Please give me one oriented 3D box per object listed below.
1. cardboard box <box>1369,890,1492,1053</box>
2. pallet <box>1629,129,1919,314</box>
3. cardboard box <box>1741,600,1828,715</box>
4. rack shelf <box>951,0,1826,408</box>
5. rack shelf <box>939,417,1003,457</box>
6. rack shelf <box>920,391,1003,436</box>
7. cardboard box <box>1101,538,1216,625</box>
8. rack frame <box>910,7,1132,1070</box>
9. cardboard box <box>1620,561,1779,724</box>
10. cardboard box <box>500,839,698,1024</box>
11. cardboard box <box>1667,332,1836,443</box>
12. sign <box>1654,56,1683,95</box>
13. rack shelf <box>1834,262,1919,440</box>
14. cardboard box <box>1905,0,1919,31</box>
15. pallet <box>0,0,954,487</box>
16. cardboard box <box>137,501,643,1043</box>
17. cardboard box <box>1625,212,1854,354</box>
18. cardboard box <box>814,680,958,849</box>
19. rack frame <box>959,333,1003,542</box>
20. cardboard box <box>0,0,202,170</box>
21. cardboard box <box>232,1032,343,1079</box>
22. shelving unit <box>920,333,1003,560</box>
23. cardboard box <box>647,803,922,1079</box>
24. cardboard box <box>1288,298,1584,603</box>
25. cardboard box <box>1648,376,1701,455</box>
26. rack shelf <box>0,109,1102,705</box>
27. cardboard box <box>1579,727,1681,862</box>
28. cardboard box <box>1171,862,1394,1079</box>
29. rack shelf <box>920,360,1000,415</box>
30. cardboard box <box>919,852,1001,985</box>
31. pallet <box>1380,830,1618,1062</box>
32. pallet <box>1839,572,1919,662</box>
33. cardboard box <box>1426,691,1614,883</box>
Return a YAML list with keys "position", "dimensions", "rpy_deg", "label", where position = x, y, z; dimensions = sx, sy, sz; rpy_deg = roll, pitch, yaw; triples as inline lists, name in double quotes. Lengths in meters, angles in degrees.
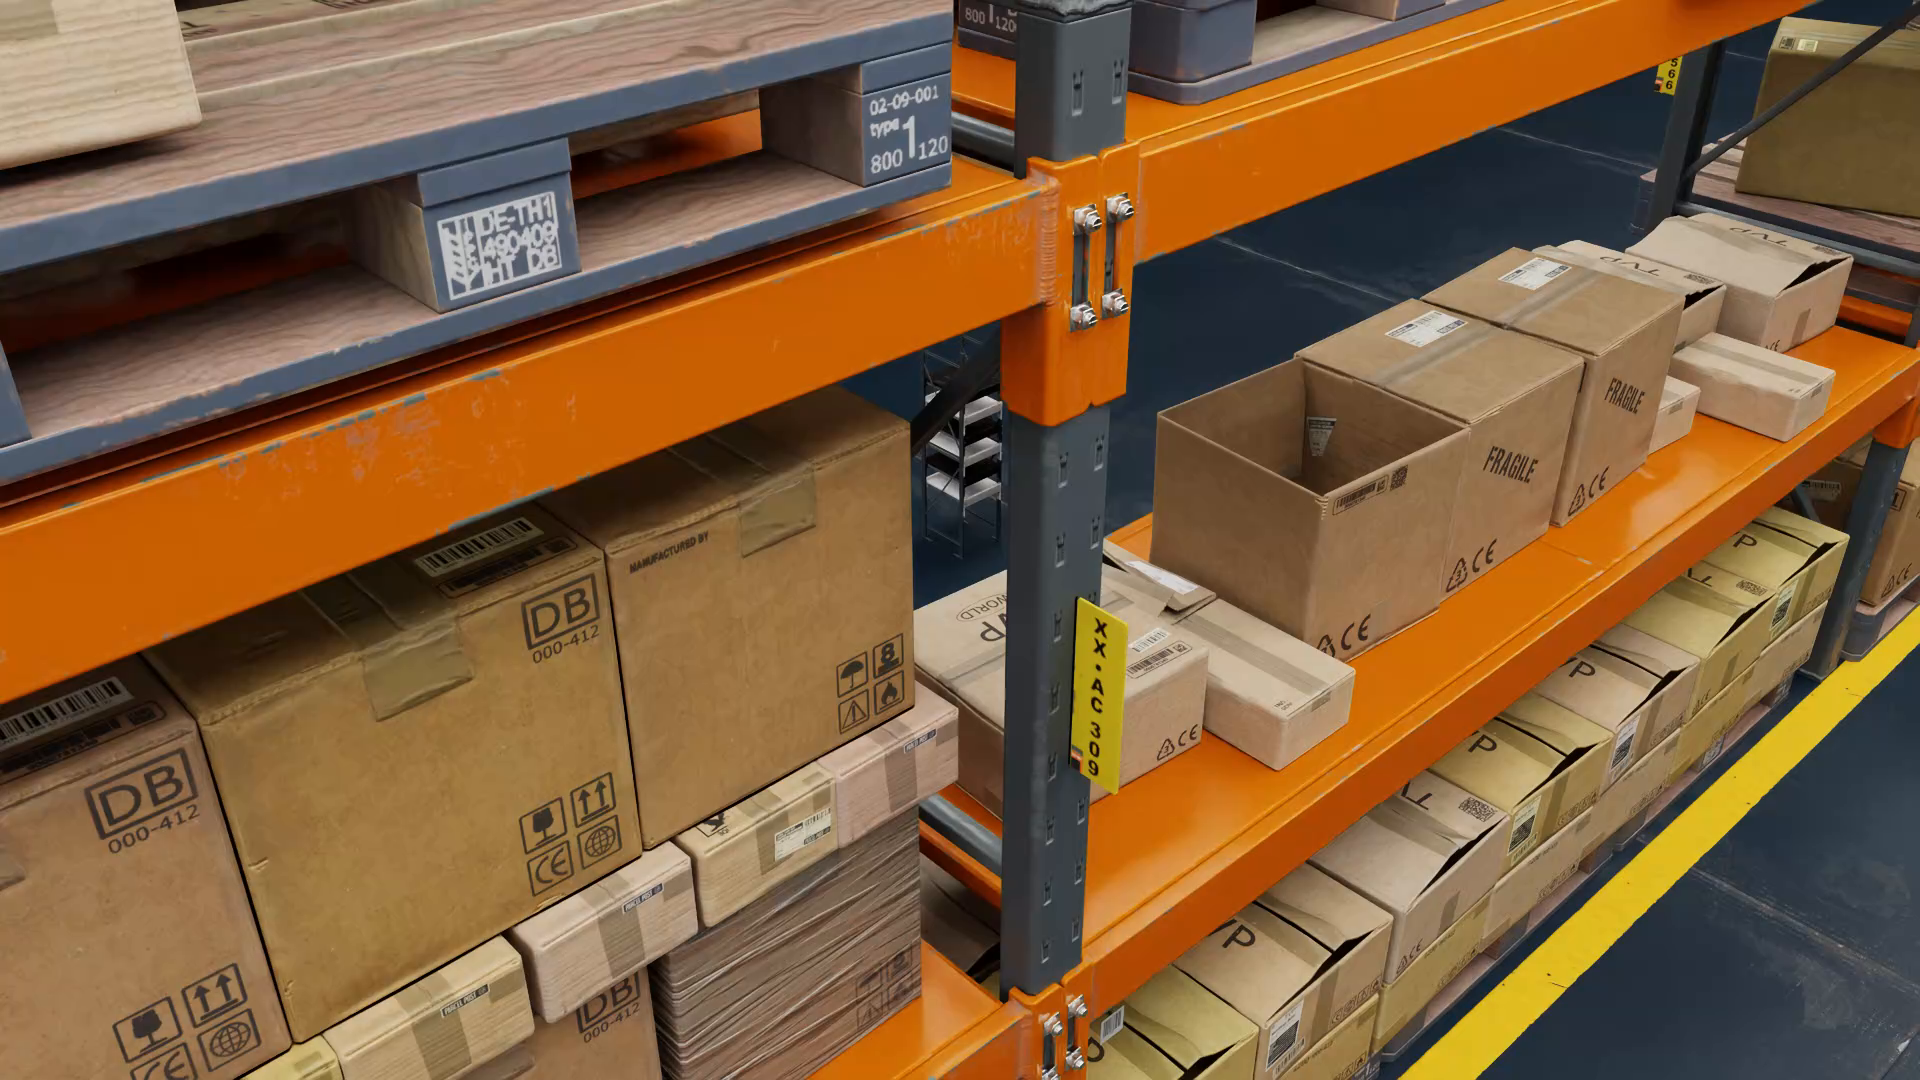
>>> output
- position: [1.053, 1.016, 4.446]
  dimensions: [0.500, 0.250, 0.500]
  rpy_deg: [-27, 41, -37]
  label: "cardboard box"
- position: [3.217, -1.168, 5.969]
  dimensions: [1.003, 0.211, 1.213]
  rpy_deg: [-26, 40, -35]
  label: "pallet"
- position: [2.548, 0.291, 5.632]
  dimensions: [0.500, 0.250, 0.500]
  rpy_deg: [-25, 39, -34]
  label: "cardboard box"
- position: [1.302, -1.246, 3.727]
  dimensions: [4.000, 0.370, 1.077]
  rpy_deg: [-26, 40, -35]
  label: "rack shelf"
- position: [0.006, -0.435, 6.490]
  dimensions: [0.200, 0.077, 0.258]
  rpy_deg: [-26, 40, -35]
  label: "rack shelf"
- position: [0.006, -0.512, 6.443]
  dimensions: [0.200, 0.077, 0.258]
  rpy_deg: [-26, 40, -35]
  label: "rack shelf"
- position: [0.355, 0.111, 3.822]
  dimensions: [0.258, 0.266, 0.396]
  rpy_deg: [-27, 40, -37]
  label: "cardboard box"
- position: [-0.165, 0.436, 3.162]
  dimensions: [0.127, 3.000, 1.000]
  rpy_deg: [-26, 40, -35]
  label: "rack frame"
- position: [2.175, 0.239, 5.180]
  dimensions: [0.500, 0.311, 0.500]
  rpy_deg: [-27, 40, -36]
  label: "cardboard box"
- position: [-0.592, 0.476, 2.379]
  dimensions: [0.250, 0.149, 0.380]
  rpy_deg: [-27, 41, -37]
  label: "cardboard box"
- position: [2.297, -0.451, 4.853]
  dimensions: [0.250, 0.149, 0.380]
  rpy_deg: [-26, 40, -35]
  label: "cardboard box"
- position: [2.392, -1.647, 5.535]
  dimensions: [0.005, 0.325, 0.100]
  rpy_deg: [-26, 40, -35]
  label: "sign"
- position: [4.235, -1.385, 6.830]
  dimensions: [4.000, 0.370, 1.077]
  rpy_deg: [-26, 40, -35]
  label: "rack shelf"
- position: [3.954, -1.723, 6.193]
  dimensions: [0.500, 0.500, 0.700]
  rpy_deg: [-18, 36, -27]
  label: "cardboard box"
- position: [-0.773, -0.494, 1.891]
  dimensions: [1.213, 0.211, 1.003]
  rpy_deg: [-26, 40, -35]
  label: "pallet"
- position: [-0.856, 0.179, 2.242]
  dimensions: [0.500, 0.500, 0.700]
  rpy_deg: [-26, 40, -36]
  label: "cardboard box"
- position: [2.472, -0.833, 5.322]
  dimensions: [0.500, 0.311, 0.500]
  rpy_deg: [-23, 38, -33]
  label: "cardboard box"
- position: [-0.219, 0.295, 2.675]
  dimensions: [0.250, 0.149, 0.380]
  rpy_deg: [-26, 40, -35]
  label: "cardboard box"
- position: [0.081, -0.423, 6.579]
  dimensions: [0.006, 0.900, 0.240]
  rpy_deg: [-26, 40, -35]
  label: "rack frame"
- position: [-0.864, -0.443, 1.428]
  dimensions: [0.250, 0.149, 0.380]
  rpy_deg: [-26, 40, -35]
  label: "cardboard box"
- position: [-0.966, 0.655, 2.086]
  dimensions: [0.250, 0.149, 0.380]
  rpy_deg: [-26, 40, -36]
  label: "cardboard box"
- position: [0.006, -0.387, 6.520]
  dimensions: [0.210, 0.900, 0.258]
  rpy_deg: [-26, 40, -35]
  label: "shelving unit"
- position: [-0.486, 0.553, 2.874]
  dimensions: [0.500, 0.500, 0.700]
  rpy_deg: [-27, 41, -37]
  label: "cardboard box"
- position: [1.163, -0.237, 4.167]
  dimensions: [0.500, 0.500, 0.500]
  rpy_deg: [-26, 40, -35]
  label: "cardboard box"
- position: [1.871, -0.402, 4.773]
  dimensions: [0.250, 0.149, 0.380]
  rpy_deg: [-23, 38, -32]
  label: "cardboard box"
- position: [-1.632, 0.173, 1.407]
  dimensions: [4.000, 0.370, 1.077]
  rpy_deg: [-26, 40, -35]
  label: "rack shelf"
- position: [1.802, 0.652, 5.041]
  dimensions: [0.500, 0.250, 0.500]
  rpy_deg: [-25, 39, -34]
  label: "cardboard box"
- position: [0.678, 0.964, 3.994]
  dimensions: [0.500, 0.311, 0.500]
  rpy_deg: [-26, 40, -36]
  label: "cardboard box"
- position: [0.006, -0.589, 6.396]
  dimensions: [0.200, 0.077, 0.258]
  rpy_deg: [-26, 40, -35]
  label: "rack shelf"
- position: [-0.063, 0.937, 4.038]
  dimensions: [0.500, 0.311, 0.500]
  rpy_deg: [-26, 40, -35]
  label: "cardboard box"
- position: [1.244, 0.914, 5.052]
  dimensions: [1.213, 0.211, 1.003]
  rpy_deg: [-26, 40, -35]
  label: "pallet"
- position: [3.341, -0.044, 6.619]
  dimensions: [1.213, 0.211, 1.003]
  rpy_deg: [-26, 40, -35]
  label: "pallet"
- position: [1.434, 0.593, 4.600]
  dimensions: [0.500, 0.311, 0.500]
  rpy_deg: [-25, 39, -34]
  label: "cardboard box"
